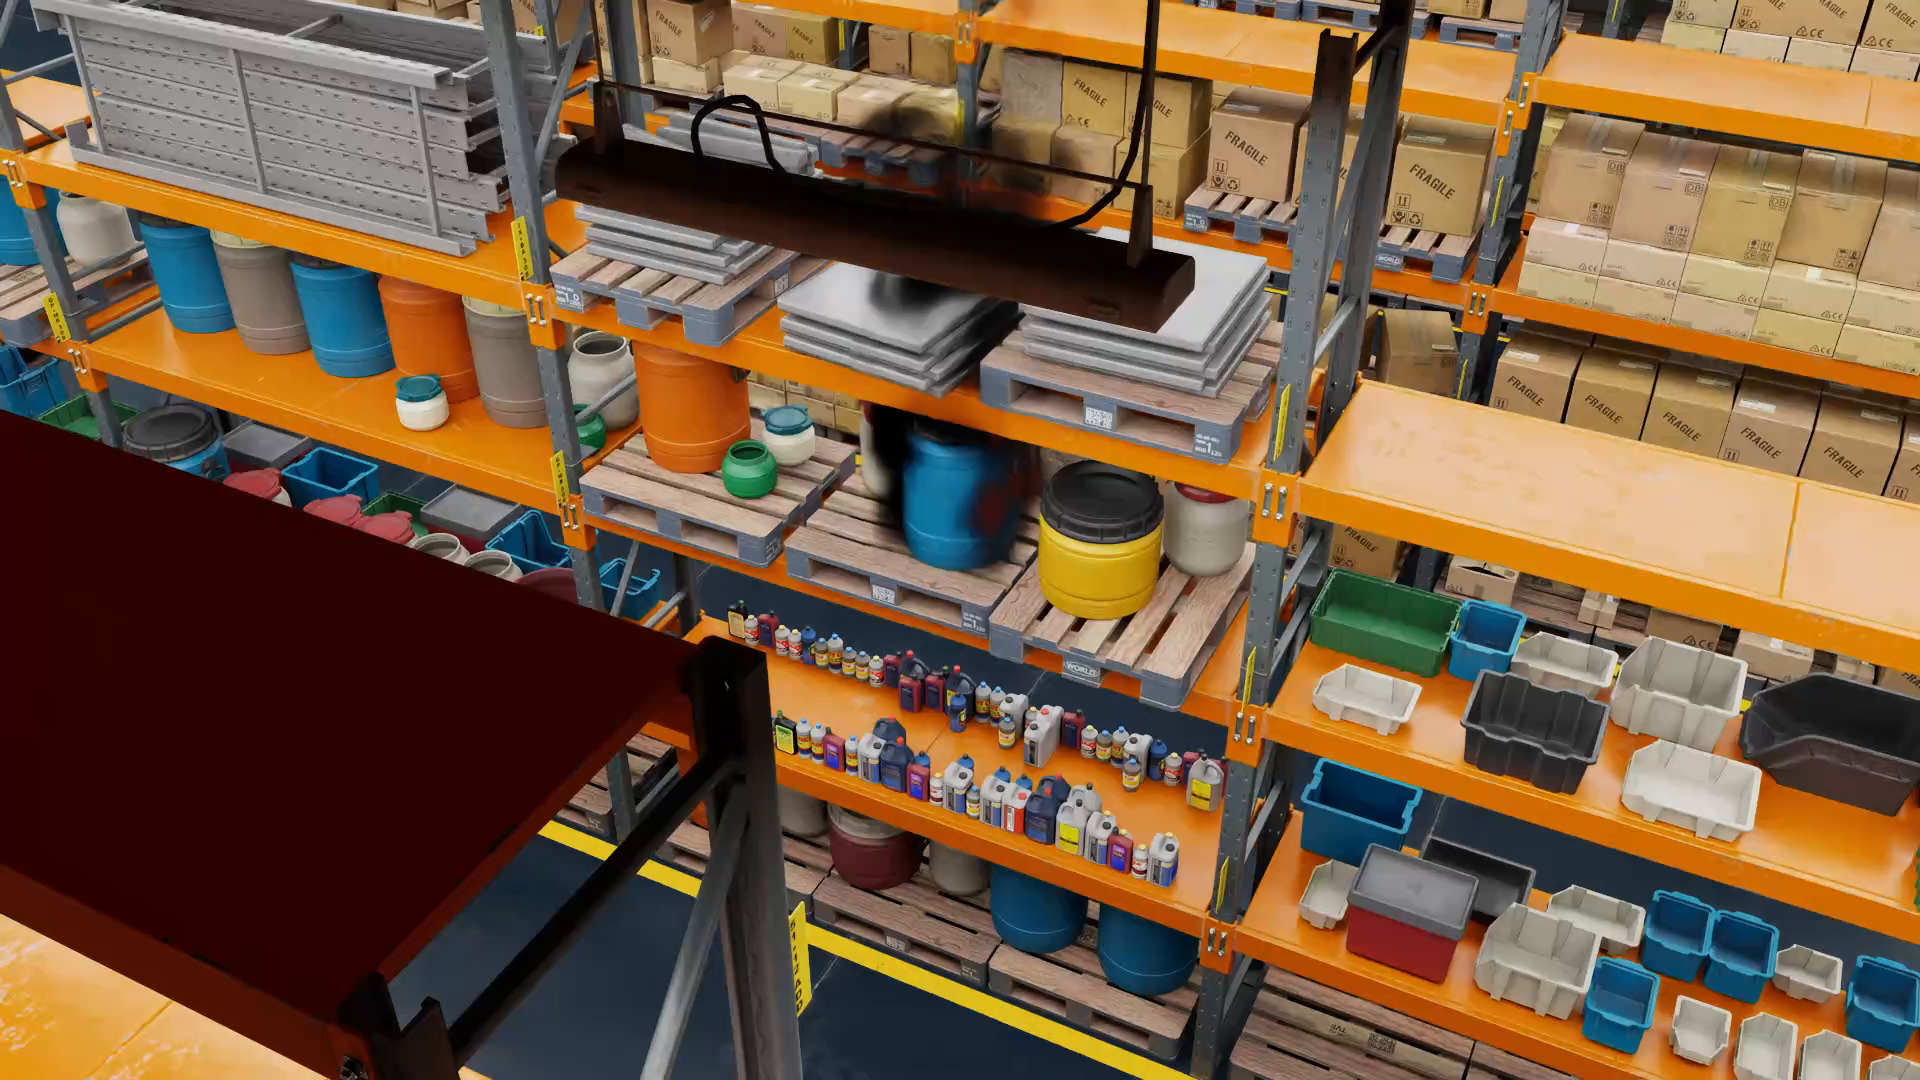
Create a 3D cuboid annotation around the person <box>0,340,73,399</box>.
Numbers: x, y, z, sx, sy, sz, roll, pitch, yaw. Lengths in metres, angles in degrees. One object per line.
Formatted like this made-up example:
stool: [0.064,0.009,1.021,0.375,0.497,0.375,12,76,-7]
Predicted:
person: [-8.153,-1.574,14.675,0.675,1.776,0.640,6,36,9]
